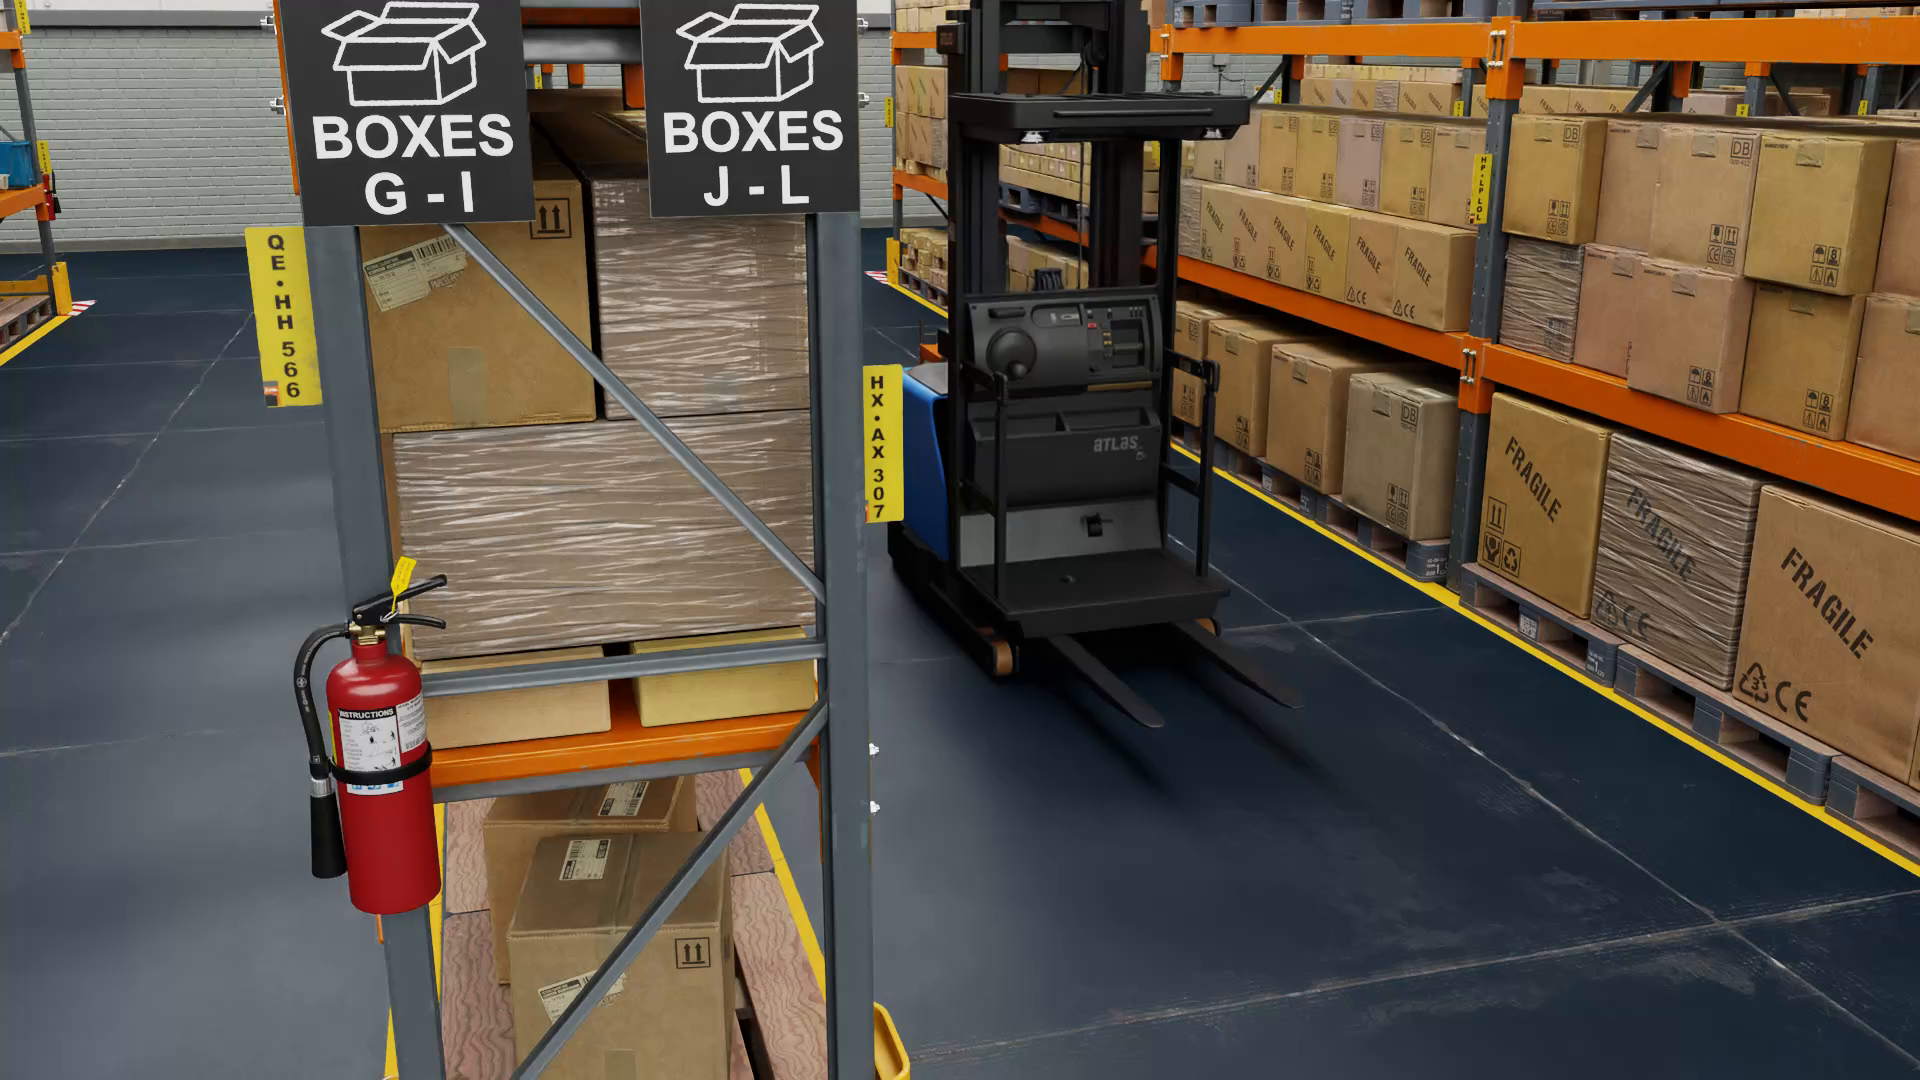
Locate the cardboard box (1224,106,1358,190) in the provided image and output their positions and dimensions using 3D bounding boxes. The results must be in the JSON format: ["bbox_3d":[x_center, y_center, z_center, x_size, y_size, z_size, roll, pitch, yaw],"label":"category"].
[{"bbox_3d":[2.166,-2.575,10.899,0.700,0.500,0.500,-5,17,-16],"label":"cardboard box"}]

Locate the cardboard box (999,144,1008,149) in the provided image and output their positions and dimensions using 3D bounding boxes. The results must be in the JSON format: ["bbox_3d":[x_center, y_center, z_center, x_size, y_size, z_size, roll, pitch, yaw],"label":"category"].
[{"bbox_3d":[0.561,-3.563,14.773,0.380,0.149,0.250,-4,17,-14],"label":"cardboard box"}]

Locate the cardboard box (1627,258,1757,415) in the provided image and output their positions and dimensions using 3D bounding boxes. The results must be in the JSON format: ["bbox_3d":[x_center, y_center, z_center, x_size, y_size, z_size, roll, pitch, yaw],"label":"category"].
[{"bbox_3d":[3.332,-0.868,6.868,0.875,0.550,0.550,-5,17,-15],"label":"cardboard box"}]

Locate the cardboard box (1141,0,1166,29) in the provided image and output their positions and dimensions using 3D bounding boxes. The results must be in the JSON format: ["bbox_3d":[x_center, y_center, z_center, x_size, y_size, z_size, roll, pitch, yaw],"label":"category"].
[{"bbox_3d":[1.510,-3.935,11.952,0.500,0.500,0.500,-5,17,-15],"label":"cardboard box"}]

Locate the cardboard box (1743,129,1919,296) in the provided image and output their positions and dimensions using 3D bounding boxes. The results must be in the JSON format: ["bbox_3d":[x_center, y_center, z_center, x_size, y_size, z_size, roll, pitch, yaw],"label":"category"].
[{"bbox_3d":[3.512,-1.242,6.234,0.875,0.550,0.500,-5,17,-15],"label":"cardboard box"}]

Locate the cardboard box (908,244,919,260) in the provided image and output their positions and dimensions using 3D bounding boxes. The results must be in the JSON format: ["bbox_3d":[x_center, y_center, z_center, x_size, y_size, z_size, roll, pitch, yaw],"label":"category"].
[{"bbox_3d":[-0.369,-3.259,18.795,0.380,0.149,0.250,-5,17,-16],"label":"cardboard box"}]

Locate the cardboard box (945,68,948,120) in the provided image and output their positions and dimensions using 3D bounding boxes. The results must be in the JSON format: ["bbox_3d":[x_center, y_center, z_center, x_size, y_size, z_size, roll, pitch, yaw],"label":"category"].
[{"bbox_3d":[0.149,-4.483,16.732,0.500,0.500,0.500,-4,17,-14],"label":"cardboard box"}]

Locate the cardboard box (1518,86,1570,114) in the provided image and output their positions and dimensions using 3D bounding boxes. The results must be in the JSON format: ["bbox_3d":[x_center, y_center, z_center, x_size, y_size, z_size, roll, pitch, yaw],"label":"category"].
[{"bbox_3d":[5.555,-4.083,15.918,0.500,0.500,0.500,-5,17,-16],"label":"cardboard box"}]

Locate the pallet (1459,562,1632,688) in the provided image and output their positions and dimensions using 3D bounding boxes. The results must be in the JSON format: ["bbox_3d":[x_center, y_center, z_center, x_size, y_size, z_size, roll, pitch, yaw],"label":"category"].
[{"bbox_3d":[3.145,0.345,7.936,1.003,0.211,1.213,-5,17,-15],"label":"pallet"}]

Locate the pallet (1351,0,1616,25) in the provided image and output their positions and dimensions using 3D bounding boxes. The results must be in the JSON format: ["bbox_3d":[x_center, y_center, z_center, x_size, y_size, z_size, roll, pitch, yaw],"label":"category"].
[{"bbox_3d":[2.712,-2.801,8.683,0.805,0.209,1.217,-5,18,-17],"label":"pallet"}]

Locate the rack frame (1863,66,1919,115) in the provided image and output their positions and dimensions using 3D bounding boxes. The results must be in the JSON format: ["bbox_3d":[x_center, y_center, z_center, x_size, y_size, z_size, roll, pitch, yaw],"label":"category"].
[{"bbox_3d":[10.316,-4.232,18.328,1.000,3.000,0.127,-5,17,-15],"label":"rack frame"}]

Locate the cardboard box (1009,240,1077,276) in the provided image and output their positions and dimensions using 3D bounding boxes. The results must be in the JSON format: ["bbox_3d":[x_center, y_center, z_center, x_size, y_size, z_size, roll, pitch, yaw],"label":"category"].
[{"bbox_3d":[0.761,-2.557,15.063,0.500,0.250,0.500,-5,18,-18],"label":"cardboard box"}]

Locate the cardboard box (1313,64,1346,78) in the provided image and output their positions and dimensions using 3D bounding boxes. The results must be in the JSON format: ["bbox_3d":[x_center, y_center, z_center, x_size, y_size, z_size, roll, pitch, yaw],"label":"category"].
[{"bbox_3d":[4.378,-5.515,19.558,0.380,0.149,0.250,-4,17,-14],"label":"cardboard box"}]

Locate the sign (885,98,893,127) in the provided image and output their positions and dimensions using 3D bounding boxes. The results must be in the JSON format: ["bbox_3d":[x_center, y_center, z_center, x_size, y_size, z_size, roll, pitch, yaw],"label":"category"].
[{"bbox_3d":[-0.809,-4.898,19.038,0.100,0.325,0.005,-5,17,-15],"label":"sign"}]

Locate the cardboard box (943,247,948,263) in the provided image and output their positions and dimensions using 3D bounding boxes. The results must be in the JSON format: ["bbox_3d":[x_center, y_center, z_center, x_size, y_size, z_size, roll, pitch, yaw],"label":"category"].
[{"bbox_3d":[0.035,-2.973,17.327,0.380,0.149,0.250,-5,18,-17],"label":"cardboard box"}]

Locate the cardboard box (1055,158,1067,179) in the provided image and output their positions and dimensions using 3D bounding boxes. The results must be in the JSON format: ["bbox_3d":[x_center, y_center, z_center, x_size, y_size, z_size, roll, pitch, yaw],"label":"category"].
[{"bbox_3d":[0.982,-2.994,13.394,0.380,0.149,0.250,-4,17,-14],"label":"cardboard box"}]

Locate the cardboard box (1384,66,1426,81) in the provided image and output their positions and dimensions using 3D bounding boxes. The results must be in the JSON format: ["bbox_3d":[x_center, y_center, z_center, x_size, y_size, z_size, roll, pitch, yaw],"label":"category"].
[{"bbox_3d":[4.863,-5.095,18.160,0.380,0.149,0.250,-5,17,-16],"label":"cardboard box"}]

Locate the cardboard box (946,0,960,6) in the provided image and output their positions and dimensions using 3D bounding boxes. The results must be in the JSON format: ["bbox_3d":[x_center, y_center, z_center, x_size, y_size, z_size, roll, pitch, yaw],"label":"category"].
[{"bbox_3d":[0.162,-5.420,16.459,0.500,0.250,0.500,-4,17,-13],"label":"cardboard box"}]

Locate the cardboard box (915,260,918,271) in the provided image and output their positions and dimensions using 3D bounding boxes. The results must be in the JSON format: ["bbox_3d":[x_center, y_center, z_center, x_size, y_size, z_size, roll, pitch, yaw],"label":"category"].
[{"bbox_3d":[-0.300,-3.126,18.869,0.380,0.149,0.250,-5,17,-15],"label":"cardboard box"}]

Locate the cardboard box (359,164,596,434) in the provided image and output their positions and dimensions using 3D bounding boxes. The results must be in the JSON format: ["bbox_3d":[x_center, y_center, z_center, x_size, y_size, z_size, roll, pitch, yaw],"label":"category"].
[{"bbox_3d":[-1.075,-0.538,3.600,0.500,0.500,0.500,-5,17,-15],"label":"cardboard box"}]

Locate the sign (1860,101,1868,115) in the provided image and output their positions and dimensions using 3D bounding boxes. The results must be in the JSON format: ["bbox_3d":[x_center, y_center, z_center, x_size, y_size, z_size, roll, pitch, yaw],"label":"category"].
[{"bbox_3d":[9.796,-4.602,18.053,0.100,0.325,0.005,-5,17,-15],"label":"sign"}]

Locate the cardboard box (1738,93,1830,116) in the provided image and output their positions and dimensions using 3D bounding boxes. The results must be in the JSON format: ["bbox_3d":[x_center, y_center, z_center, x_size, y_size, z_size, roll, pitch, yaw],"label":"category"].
[{"bbox_3d":[6.743,-3.415,13.695,0.500,0.500,0.500,-5,18,-17],"label":"cardboard box"}]

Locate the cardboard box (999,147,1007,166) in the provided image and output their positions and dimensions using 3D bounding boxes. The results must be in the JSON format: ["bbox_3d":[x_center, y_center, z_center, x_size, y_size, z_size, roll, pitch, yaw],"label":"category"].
[{"bbox_3d":[0.552,-3.426,14.833,0.380,0.149,0.250,-5,17,-16],"label":"cardboard box"}]

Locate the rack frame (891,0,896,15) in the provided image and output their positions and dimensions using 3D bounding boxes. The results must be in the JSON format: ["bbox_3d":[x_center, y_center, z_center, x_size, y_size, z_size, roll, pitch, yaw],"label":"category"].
[{"bbox_3d":[-0.287,-7.399,18.442,1.000,3.000,0.127,-5,17,-15],"label":"rack frame"}]

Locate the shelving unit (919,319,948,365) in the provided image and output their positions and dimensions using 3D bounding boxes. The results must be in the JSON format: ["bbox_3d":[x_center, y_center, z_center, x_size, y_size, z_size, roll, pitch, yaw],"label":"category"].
[{"bbox_3d":[-0.045,-0.620,9.432,0.258,1.200,0.503,-5,17,-15],"label":"shelving unit"}]

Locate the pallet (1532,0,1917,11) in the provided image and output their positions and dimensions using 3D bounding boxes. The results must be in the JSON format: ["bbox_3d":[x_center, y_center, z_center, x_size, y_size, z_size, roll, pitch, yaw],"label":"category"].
[{"bbox_3d":[3.226,-2.374,7.080,1.003,0.211,1.213,-5,17,-15],"label":"pallet"}]

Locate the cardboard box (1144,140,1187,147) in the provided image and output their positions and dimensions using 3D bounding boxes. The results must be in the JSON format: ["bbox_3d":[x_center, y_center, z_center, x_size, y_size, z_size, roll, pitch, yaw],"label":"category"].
[{"bbox_3d":[1.683,-3.112,13.272,0.380,0.149,0.250,-4,17,-13],"label":"cardboard box"}]

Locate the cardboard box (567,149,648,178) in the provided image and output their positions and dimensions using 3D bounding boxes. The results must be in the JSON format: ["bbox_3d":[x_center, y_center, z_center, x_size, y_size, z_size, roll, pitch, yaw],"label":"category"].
[{"bbox_3d":[-0.706,-0.718,4.199,0.500,0.500,0.500,-5,17,-15],"label":"cardboard box"}]

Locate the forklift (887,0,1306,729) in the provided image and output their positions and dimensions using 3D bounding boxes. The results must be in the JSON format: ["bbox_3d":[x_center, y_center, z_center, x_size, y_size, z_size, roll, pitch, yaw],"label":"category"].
[{"bbox_3d":[0.560,-0.922,7.426,1.130,2.935,3.031,-5,18,-18],"label":"forklift"}]

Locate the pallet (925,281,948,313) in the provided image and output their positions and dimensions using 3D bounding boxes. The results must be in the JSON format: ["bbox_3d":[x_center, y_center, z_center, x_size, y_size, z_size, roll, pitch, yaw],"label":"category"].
[{"bbox_3d":[0.255,-2.605,17.758,1.003,0.211,1.213,-5,17,-15],"label":"pallet"}]

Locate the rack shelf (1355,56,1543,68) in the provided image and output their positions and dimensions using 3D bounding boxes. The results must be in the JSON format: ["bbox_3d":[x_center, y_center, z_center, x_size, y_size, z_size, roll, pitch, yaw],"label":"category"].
[{"bbox_3d":[4.994,-5.484,18.532,1.077,0.370,4.000,-5,17,-15],"label":"rack shelf"}]

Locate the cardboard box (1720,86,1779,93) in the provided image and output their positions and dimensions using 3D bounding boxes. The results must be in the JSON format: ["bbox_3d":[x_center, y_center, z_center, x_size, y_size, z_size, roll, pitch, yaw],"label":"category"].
[{"bbox_3d":[9.495,-5.207,20.012,0.500,0.500,0.500,-4,17,-14],"label":"cardboard box"}]

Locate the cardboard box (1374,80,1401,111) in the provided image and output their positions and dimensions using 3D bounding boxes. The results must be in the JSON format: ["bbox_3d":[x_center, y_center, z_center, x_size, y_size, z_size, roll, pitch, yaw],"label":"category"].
[{"bbox_3d":[4.868,-4.755,18.157,0.500,0.500,0.500,-4,17,-15],"label":"cardboard box"}]

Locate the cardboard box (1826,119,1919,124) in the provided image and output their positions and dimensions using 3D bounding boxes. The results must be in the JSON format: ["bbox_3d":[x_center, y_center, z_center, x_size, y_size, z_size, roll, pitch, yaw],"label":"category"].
[{"bbox_3d":[6.694,-2.838,12.264,0.500,0.500,0.500,-4,17,-12],"label":"cardboard box"}]

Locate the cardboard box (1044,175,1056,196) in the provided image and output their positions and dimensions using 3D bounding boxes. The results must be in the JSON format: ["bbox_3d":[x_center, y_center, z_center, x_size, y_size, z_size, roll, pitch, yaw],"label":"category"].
[{"bbox_3d":[0.909,-2.924,13.680,0.380,0.149,0.250,-6,18,-18],"label":"cardboard box"}]

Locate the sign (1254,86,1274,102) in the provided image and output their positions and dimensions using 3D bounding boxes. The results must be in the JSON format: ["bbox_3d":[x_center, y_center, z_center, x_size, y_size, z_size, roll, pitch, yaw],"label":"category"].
[{"bbox_3d":[4.822,-7.077,26.363,0.339,0.242,0.001,-5,17,-15],"label":"sign"}]

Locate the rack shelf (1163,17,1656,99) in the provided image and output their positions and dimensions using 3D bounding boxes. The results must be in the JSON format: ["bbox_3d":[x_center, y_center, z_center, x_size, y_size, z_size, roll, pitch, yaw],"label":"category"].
[{"bbox_3d":[2.461,-2.852,9.769,1.077,0.370,4.000,-5,17,-15],"label":"rack shelf"}]

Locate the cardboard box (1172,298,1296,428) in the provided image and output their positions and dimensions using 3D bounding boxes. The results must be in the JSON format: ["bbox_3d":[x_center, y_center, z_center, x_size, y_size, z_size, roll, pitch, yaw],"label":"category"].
[{"bbox_3d":[1.992,-1.261,11.617,1.050,0.750,0.750,-5,17,-16],"label":"cardboard box"}]

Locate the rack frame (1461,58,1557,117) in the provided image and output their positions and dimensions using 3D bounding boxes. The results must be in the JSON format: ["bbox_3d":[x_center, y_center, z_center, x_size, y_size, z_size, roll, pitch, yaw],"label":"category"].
[{"bbox_3d":[5.544,-3.839,17.018,1.000,3.000,0.127,-5,17,-15],"label":"rack frame"}]

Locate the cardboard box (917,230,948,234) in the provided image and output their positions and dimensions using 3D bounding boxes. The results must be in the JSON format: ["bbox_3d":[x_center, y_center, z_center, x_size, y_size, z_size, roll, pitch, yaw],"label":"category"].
[{"bbox_3d":[-0.278,-3.408,18.775,0.380,0.149,0.250,-4,17,-14],"label":"cardboard box"}]

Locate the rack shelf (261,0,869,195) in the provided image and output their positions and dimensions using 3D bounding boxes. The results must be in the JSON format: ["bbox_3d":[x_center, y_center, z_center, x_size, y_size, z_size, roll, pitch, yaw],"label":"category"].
[{"bbox_3d":[-1.236,-1.381,4.873,1.077,0.370,4.000,-5,17,-15],"label":"rack shelf"}]

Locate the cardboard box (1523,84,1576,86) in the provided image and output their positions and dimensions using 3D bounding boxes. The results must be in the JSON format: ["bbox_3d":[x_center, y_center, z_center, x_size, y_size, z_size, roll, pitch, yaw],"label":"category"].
[{"bbox_3d":[5.908,-4.262,16.514,0.500,0.500,0.500,-4,17,-13],"label":"cardboard box"}]

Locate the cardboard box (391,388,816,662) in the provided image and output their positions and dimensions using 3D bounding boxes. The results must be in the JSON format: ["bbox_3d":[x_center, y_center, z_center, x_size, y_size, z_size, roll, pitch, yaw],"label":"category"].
[{"bbox_3d":[-0.811,-0.081,3.816,0.875,0.500,0.500,-5,17,-15],"label":"cardboard box"}]

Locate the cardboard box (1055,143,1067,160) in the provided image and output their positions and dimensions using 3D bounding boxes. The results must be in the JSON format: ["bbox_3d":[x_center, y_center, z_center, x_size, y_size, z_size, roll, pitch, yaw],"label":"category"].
[{"bbox_3d":[0.983,-3.136,13.351,0.380,0.149,0.250,-4,17,-13],"label":"cardboard box"}]

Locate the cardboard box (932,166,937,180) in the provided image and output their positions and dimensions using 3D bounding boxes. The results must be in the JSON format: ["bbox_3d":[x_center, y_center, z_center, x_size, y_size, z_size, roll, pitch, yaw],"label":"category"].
[{"bbox_3d":[-0.086,-3.936,17.778,0.380,0.149,0.250,-5,17,-16],"label":"cardboard box"}]

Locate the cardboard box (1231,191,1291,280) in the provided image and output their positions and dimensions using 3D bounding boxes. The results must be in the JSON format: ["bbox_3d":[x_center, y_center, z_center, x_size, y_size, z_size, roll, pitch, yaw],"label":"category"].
[{"bbox_3d":[2.056,-1.936,10.508,0.500,0.500,0.500,-5,17,-15],"label":"cardboard box"}]

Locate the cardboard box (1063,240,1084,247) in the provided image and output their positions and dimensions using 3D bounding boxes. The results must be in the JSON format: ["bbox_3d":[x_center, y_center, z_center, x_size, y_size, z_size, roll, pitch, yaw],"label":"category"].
[{"bbox_3d":[1.260,-2.597,15.194,0.500,0.250,0.500,-5,17,-17],"label":"cardboard box"}]

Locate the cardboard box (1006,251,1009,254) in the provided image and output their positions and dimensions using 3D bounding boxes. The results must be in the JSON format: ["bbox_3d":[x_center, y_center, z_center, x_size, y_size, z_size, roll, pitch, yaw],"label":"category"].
[{"bbox_3d":[0.688,-2.869,16.981,0.380,0.149,0.250,-5,17,-17],"label":"cardboard box"}]

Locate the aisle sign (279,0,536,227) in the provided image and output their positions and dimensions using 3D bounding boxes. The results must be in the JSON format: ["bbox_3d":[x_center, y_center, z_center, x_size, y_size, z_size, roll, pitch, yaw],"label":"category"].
[{"bbox_3d":[-0.958,-0.940,2.849,0.394,0.787,0.004,-5,17,-15],"label":"aisle sign"}]

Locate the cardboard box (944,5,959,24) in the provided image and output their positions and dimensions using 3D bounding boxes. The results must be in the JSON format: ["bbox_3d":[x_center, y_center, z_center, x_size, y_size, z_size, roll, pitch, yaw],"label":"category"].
[{"bbox_3d":[0.152,-5.178,16.523,0.500,0.250,0.500,-5,17,-16],"label":"cardboard box"}]

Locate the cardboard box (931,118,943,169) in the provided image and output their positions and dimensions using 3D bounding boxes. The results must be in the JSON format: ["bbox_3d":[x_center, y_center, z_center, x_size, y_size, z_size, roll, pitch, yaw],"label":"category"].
[{"bbox_3d":[0.011,-4.147,17.354,0.500,0.500,0.500,-5,17,-17],"label":"cardboard box"}]

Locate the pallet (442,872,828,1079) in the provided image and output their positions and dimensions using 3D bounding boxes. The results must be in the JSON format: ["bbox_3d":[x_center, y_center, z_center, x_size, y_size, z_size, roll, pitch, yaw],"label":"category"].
[{"bbox_3d":[-0.897,1.351,4.588,1.003,0.211,1.213,-5,17,-15],"label":"pallet"}]
